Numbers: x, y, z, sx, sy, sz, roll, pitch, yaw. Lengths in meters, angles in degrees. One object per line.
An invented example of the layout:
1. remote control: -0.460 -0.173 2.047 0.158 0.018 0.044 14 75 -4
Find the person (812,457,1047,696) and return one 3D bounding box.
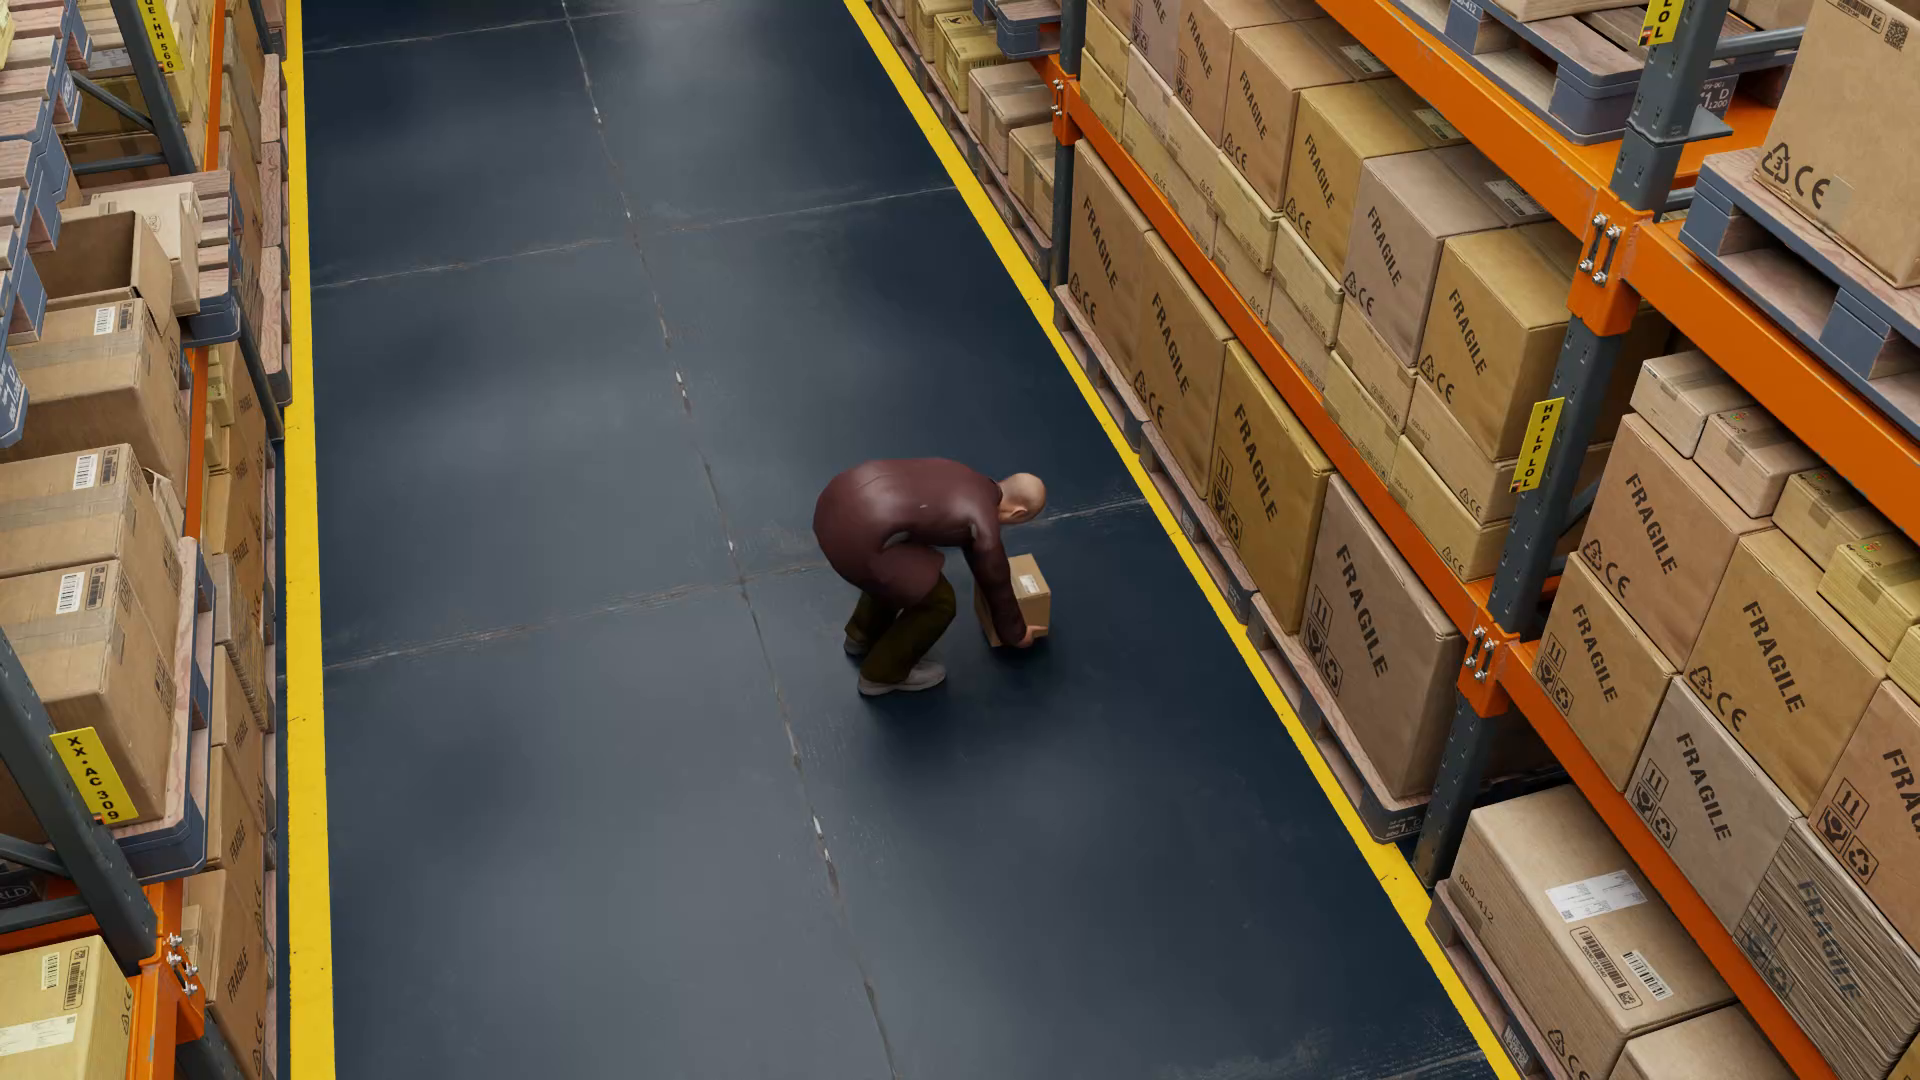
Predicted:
1. person: -0.107 0.086 6.638 0.943 1.024 0.589 -14 43 -15
